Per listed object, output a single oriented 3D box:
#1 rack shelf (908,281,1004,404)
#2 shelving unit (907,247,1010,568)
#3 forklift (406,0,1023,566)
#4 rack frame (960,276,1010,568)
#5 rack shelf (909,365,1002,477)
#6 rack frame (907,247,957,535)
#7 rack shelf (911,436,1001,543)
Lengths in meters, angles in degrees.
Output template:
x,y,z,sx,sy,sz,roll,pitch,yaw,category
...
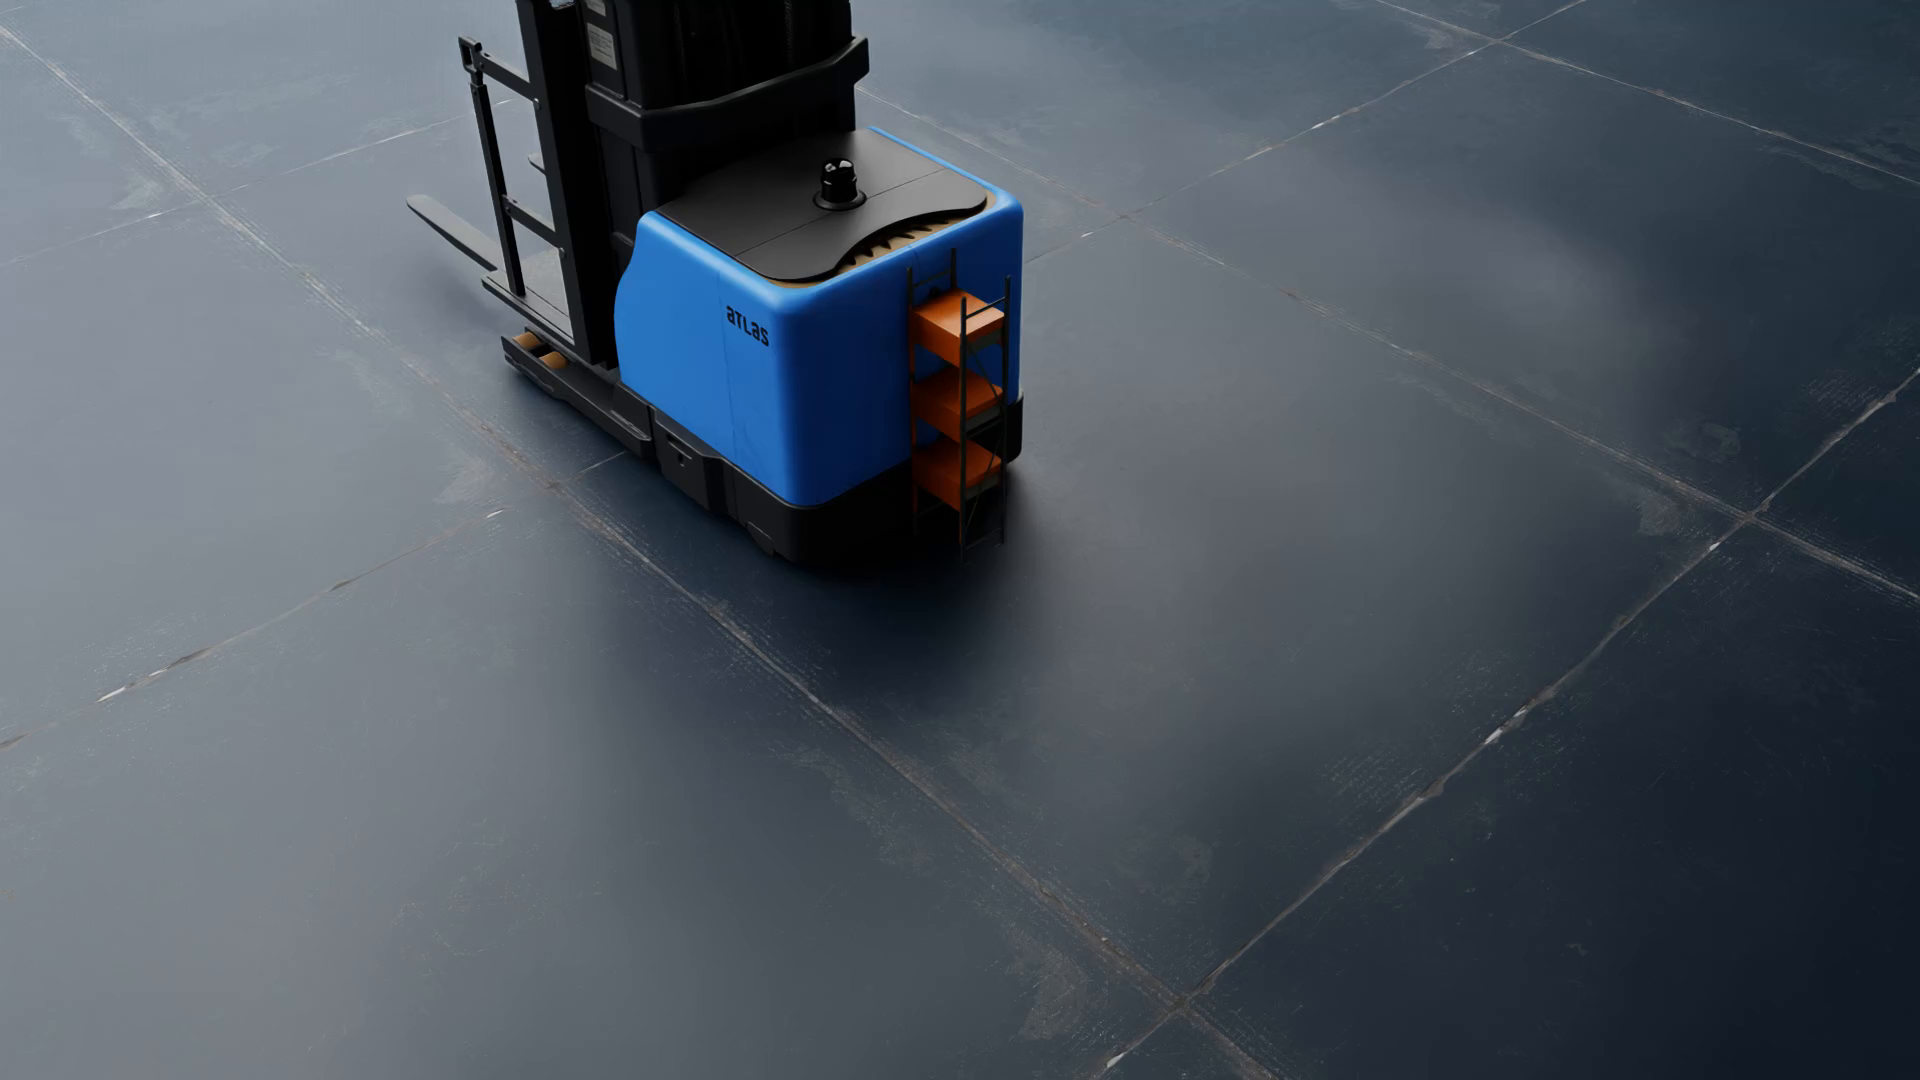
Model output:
x,y,z,sx,sy,sz,roll,pitch,yaw,category
-0.005,-0.624,5.252,0.215,0.259,0.240,-30,48,-32,rack shelf
-0.005,-0.412,5.424,0.215,1.050,0.252,-30,48,-32,shelving unit
-1.143,-1.893,5.761,1.130,2.935,3.031,-30,48,-32,forklift
0.078,-0.355,5.354,0.200,1.050,0.008,-30,48,-32,rack frame
-0.005,-0.403,5.431,0.215,0.259,0.240,-30,48,-32,rack shelf
-0.088,-0.468,5.494,0.200,1.050,0.008,-30,48,-32,rack frame
-0.005,-0.187,5.606,0.215,0.259,0.240,-30,48,-32,rack shelf
